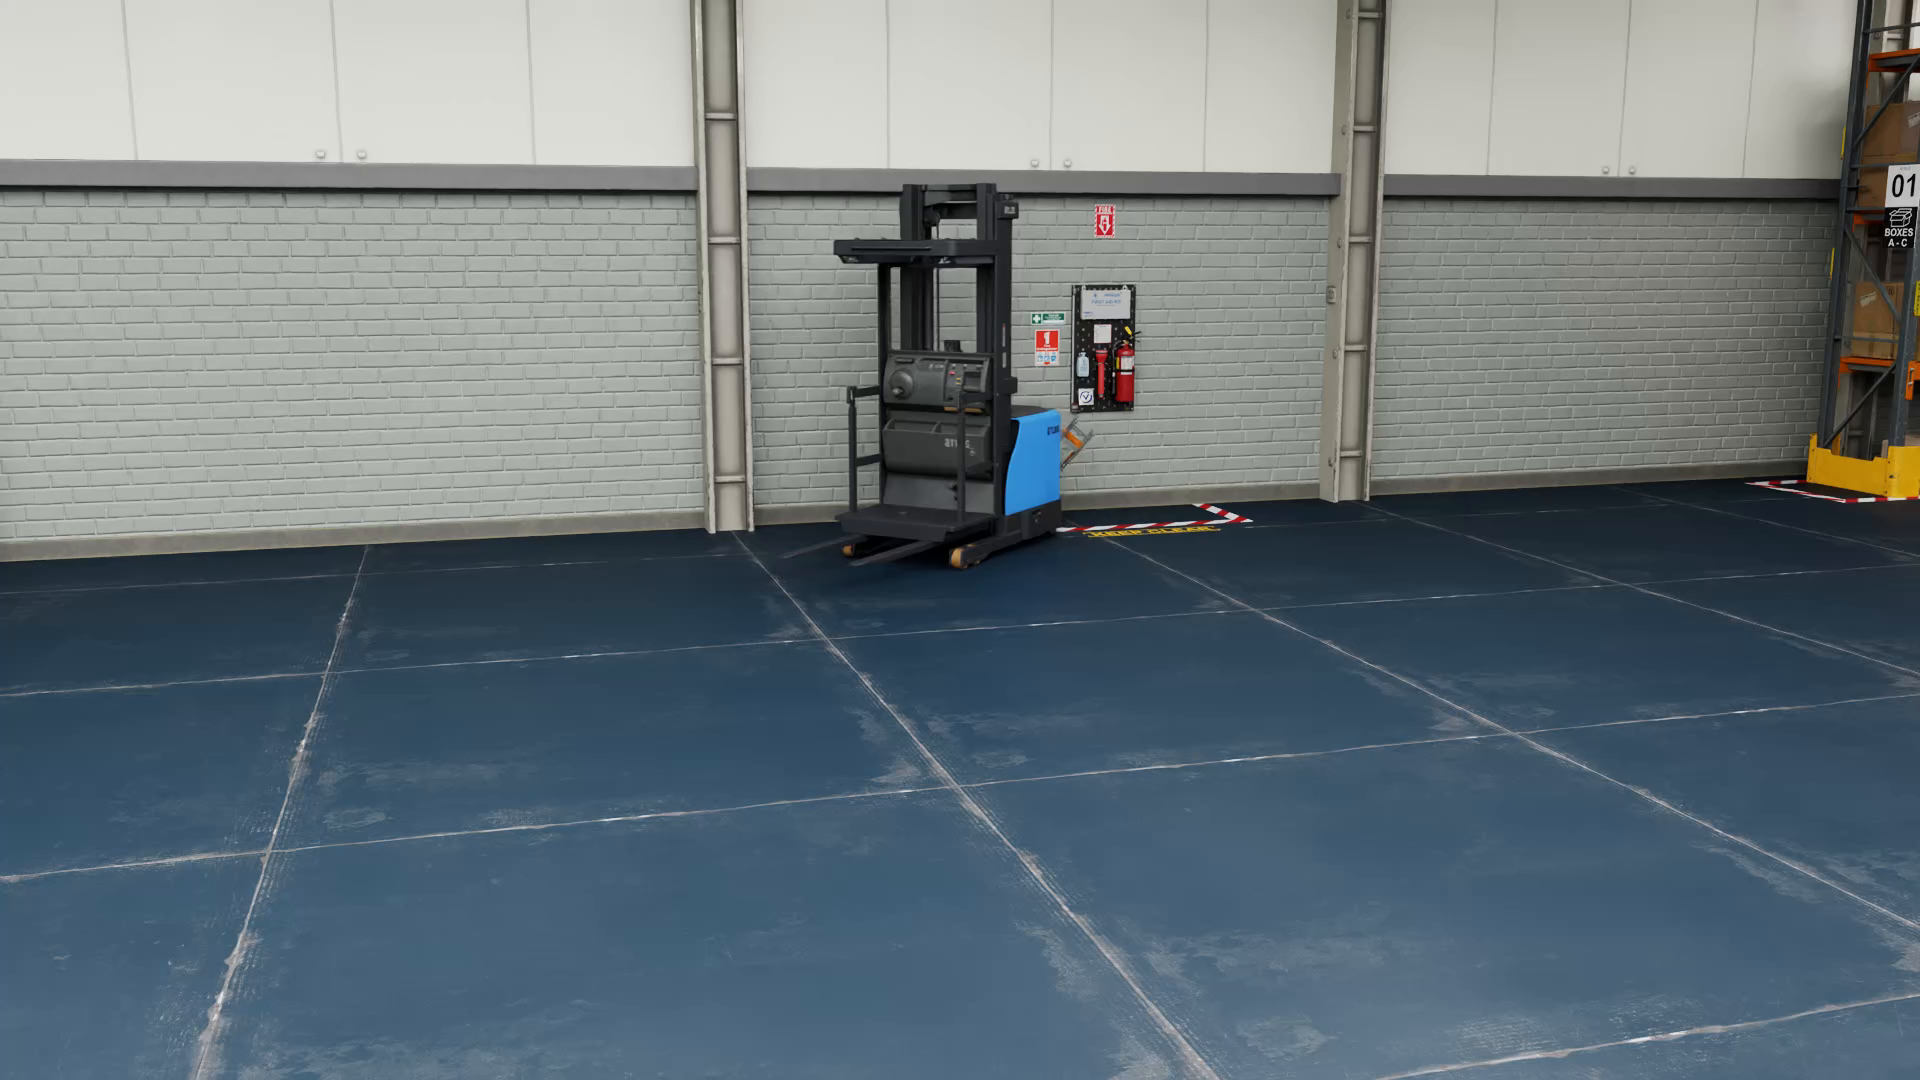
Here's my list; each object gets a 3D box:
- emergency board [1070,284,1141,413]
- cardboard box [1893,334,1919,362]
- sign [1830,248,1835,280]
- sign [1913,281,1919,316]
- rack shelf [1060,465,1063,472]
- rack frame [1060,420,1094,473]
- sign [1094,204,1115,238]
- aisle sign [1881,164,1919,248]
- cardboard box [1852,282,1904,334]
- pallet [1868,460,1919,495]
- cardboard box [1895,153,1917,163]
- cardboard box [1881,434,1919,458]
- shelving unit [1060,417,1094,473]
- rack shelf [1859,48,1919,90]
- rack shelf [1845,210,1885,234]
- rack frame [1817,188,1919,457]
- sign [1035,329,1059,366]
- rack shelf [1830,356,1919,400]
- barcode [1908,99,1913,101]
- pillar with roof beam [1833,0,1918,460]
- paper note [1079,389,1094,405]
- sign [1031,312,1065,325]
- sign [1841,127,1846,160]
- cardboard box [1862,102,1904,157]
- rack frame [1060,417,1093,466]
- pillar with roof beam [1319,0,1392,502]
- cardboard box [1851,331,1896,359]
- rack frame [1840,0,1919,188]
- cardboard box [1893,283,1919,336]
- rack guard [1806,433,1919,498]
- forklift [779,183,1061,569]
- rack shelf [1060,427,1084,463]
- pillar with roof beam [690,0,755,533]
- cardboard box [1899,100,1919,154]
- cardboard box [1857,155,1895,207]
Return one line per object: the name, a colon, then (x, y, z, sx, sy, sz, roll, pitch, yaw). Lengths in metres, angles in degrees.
emergency board: (1.358, -1.756, 15.302, 0.643, 1.169, 0.194, -3, 11, -16)
cardboard box: (9.629, -1.898, 16.432, 0.500, 0.250, 0.500, -3, 11, -18)
sign: (8.936, -2.815, 16.982, 0.005, 0.325, 0.100, -3, 11, -16)
sign: (9.224, -2.324, 15.995, 0.005, 0.325, 0.100, -3, 11, -16)
rack shelf: (0.757, -0.614, 14.797, 0.215, 0.259, 0.240, 41, 10, -5)
rack frame: (0.757, -0.599, 14.675, 0.200, 1.050, 0.008, 41, 10, -5)
sign: (1.322, -2.913, 15.184, 0.199, 0.298, 0.001, -3, 11, -16)
aisle sign: (9.087, -3.215, 16.047, 0.004, 0.787, 0.394, -3, 11, -16)
cardboard box: (9.465, -2.358, 16.860, 0.500, 0.500, 0.500, -3, 11, -17)
pallet: (9.935, -0.660, 17.049, 1.213, 0.211, 1.003, -3, 11, -16)
cardboard box: (9.463, -3.500, 16.159, 0.500, 0.500, 0.500, -3, 11, -14)
cardboard box: (9.761, -0.906, 16.895, 0.500, 0.311, 0.500, -4, 11, -22)
shelving unit: (0.764, -0.622, 14.795, 0.215, 1.050, 0.252, 41, 10, -5)
rack shelf: (10.992, -4.689, 16.658, 4.000, 0.370, 1.077, -3, 11, -16)
rack shelf: (10.992, -3.215, 16.929, 4.000, 0.370, 1.077, -3, 11, -16)
rack frame: (9.072, -1.993, 16.586, 0.127, 3.000, 1.000, -3, 11, -16)
sign: (0.798, -1.764, 15.245, 0.234, 0.329, 0.001, -3, 11, -16)
rack shelf: (10.992, -1.740, 17.201, 4.000, 0.370, 1.077, -3, 11, -16)
barcode: (9.614, -4.427, 16.828, 0.075, 0.075, 0.001, -3, 11, -16)
pillar with roof beam: (10.706, -4.381, 12.987, 0.400, 9.000, 9.100, -3, 11, -16)
paper note: (1.169, -1.326, 15.399, 0.142, 0.148, 0.016, -3, 11, -16)
sign: (0.805, -2.023, 15.189, 0.331, 0.109, 0.001, -3, 11, -16)
sign: (8.936, -4.001, 16.764, 0.005, 0.325, 0.100, -3, 11, -16)
cardboard box: (9.413, -4.086, 16.578, 0.500, 0.500, 0.500, -3, 11, -13)
rack frame: (0.770, -0.644, 14.915, 0.200, 1.050, 0.008, 41, 10, -5)
pillar with roof beam: (4.945, -4.077, 11.337, 0.400, 9.000, 9.100, -3, 11, -16)
cardboard box: (9.467, -1.986, 16.909, 0.500, 0.250, 0.500, -3, 11, -15)
rack frame: (9.072, -4.943, 16.043, 0.127, 3.000, 1.000, -3, 11, -16)
cardboard box: (9.614, -2.269, 16.377, 0.500, 0.500, 0.500, -3, 11, -16)
rack guard: (9.145, -0.767, 16.833, 0.348, 0.500, 1.175, -3, 11, -16)
forklift: (-0.290, -1.307, 13.050, 1.130, 2.935, 3.031, 6, 12, 29)
rack shelf: (0.942, -0.823, 14.748, 0.215, 0.259, 0.240, 41, 10, -5)
pillar with roof beam: (-0.816, -3.773, 9.688, 0.400, 9.000, 9.100, -3, 11, -16)
cardboard box: (9.510, -3.996, 16.089, 0.500, 0.500, 0.500, -4, 11, -20)
cardboard box: (9.402, -3.592, 16.657, 0.500, 0.500, 0.500, -2, 11, -12)
